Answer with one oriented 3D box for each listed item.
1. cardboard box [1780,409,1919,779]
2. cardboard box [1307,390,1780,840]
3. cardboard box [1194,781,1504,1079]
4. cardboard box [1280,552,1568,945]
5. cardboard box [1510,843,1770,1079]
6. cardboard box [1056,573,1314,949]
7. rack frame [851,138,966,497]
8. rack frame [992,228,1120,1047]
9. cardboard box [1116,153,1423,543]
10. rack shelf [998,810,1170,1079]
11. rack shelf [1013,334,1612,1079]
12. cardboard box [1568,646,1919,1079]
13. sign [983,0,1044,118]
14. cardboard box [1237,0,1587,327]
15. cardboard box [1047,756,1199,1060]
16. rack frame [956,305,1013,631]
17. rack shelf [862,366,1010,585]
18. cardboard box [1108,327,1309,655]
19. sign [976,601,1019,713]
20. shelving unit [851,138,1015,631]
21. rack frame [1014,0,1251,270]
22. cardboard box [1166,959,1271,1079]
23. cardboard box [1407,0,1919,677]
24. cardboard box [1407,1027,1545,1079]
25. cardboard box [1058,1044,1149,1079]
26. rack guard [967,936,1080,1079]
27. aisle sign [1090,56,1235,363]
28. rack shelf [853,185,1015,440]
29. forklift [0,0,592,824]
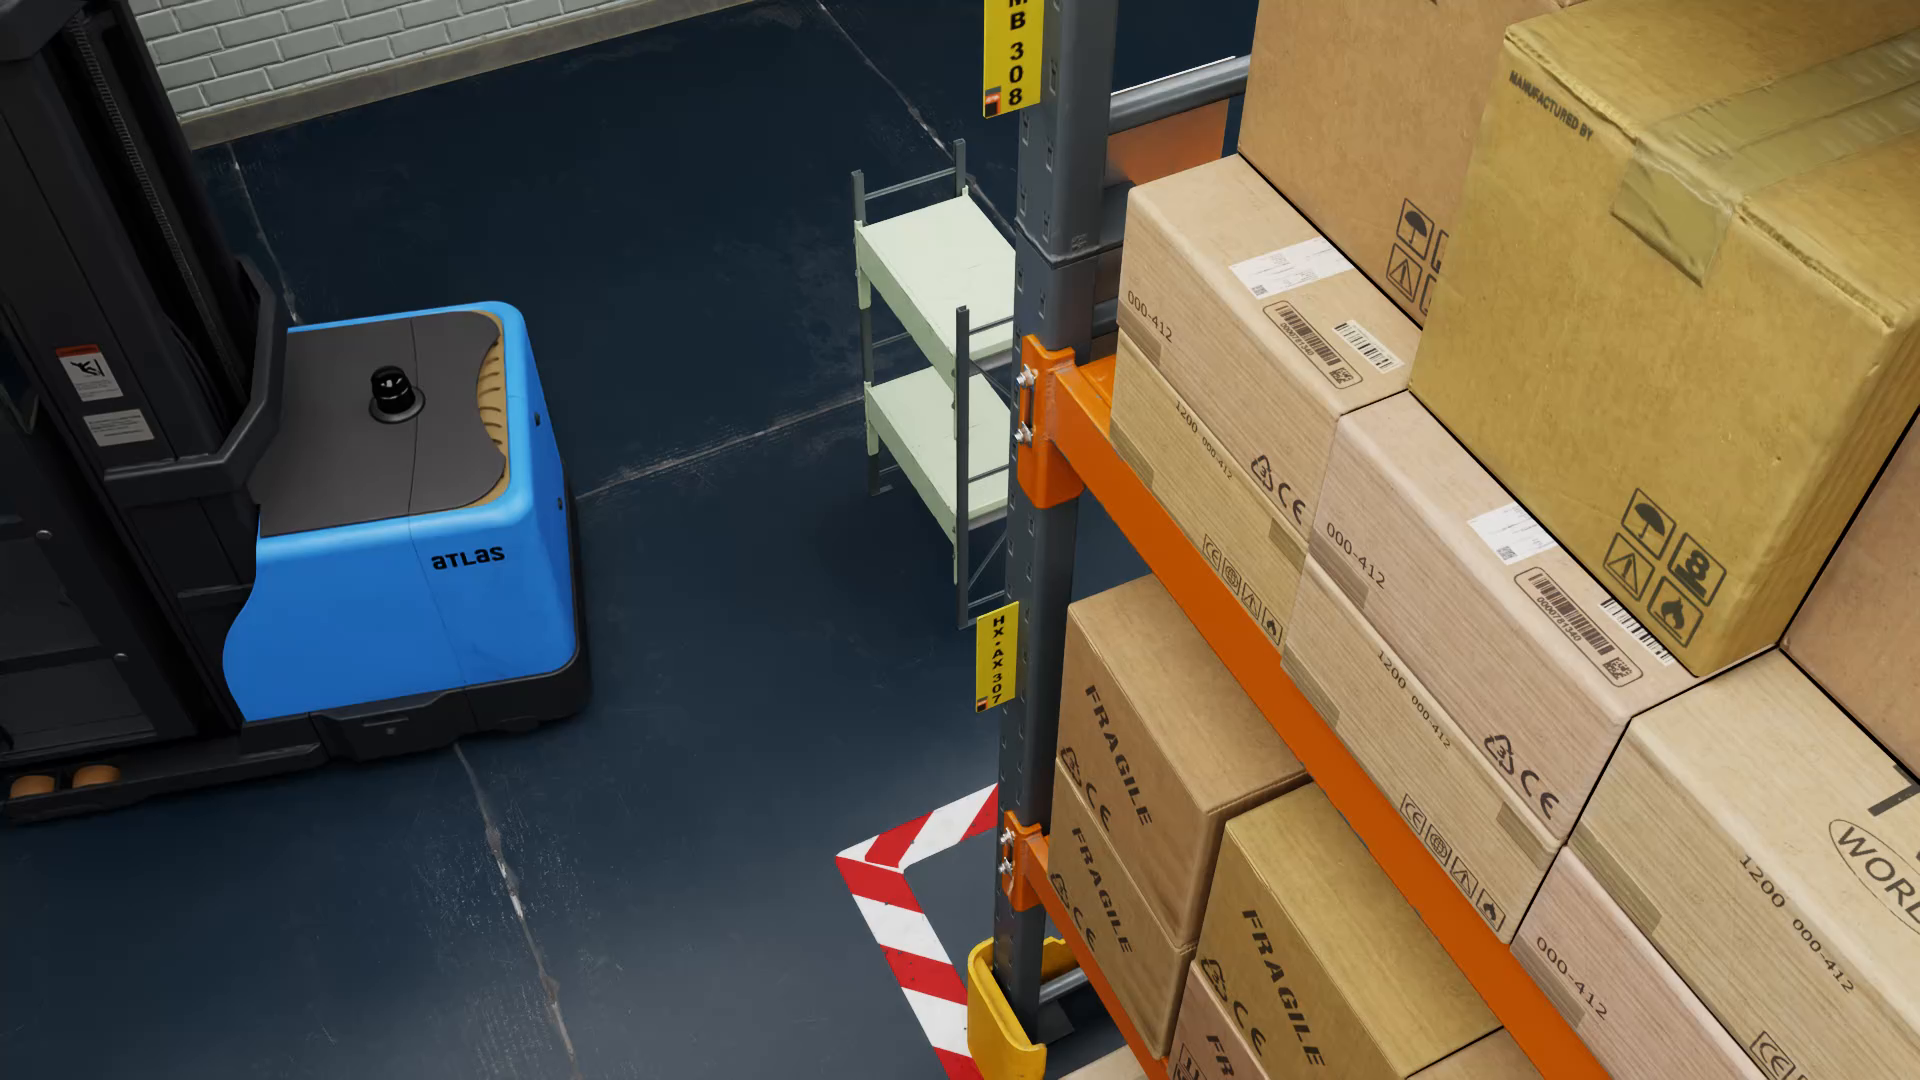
[{"bbox_3d":[1.289,-0.005,1.538,0.700,0.500,0.500,-21,52,-18],"label":"cardboard box"},{"bbox_3d":[0.788,0.013,2.021,0.500,0.250,0.500,-21,52,-18],"label":"cardboard box"},{"bbox_3d":[0.776,0.718,2.899,0.500,0.500,0.500,-21,52,-17],"label":"cardboard box"},{"bbox_3d":[0.788,0.177,2.209,0.500,0.250,0.500,-21,52,-18],"label":"cardboard box"},{"bbox_3d":[1.019,0.511,1.917,0.500,0.250,0.500,-21,52,-18],"label":"cardboard box"},{"bbox_3d":[0.531,0.371,3.202,0.500,0.500,0.500,-20,52,-16],"label":"cardboard box"},{"bbox_3d":[-0.164,-0.734,5.896,0.400,1.500,0.023,-21,52,-18],"label":"rack frame"},{"bbox_3d":[0.562,0.345,3.956,1.000,3.000,0.127,-21,52,-18],"label":"rack frame"},{"bbox_3d":[0.566,-0.324,2.316,0.500,0.250,0.500,-21,52,-18],"label":"cardboard box"},{"bbox_3d":[1.477,1.920,3.056,1.077,0.370,4.000,-21,52,-18],"label":"rack shelf"},{"bbox_3d":[1.477,0.933,1.927,1.077,0.370,4.000,-21,52,-18],"label":"rack shelf"},{"bbox_3d":[1.023,0.345,1.730,0.500,0.250,0.500,-21,52,-18],"label":"cardboard box"},{"bbox_3d":[0.080,-0.743,2.334,0.100,0.325,0.005,-21,52,-18],"label":"sign"},{"bbox_3d":[0.812,-0.667,2.117,0.700,0.500,0.500,-21,52,-18],"label":"cardboard box"},{"bbox_3d":[0.531,0.700,3.579,0.500,0.500,0.500,-20,52,-17],"label":"cardboard box"},{"bbox_3d":[0.171,-0.244,5.467,0.400,1.500,0.023,-21,52,-18],"label":"rack frame"},{"bbox_3d":[0.003,-0.275,5.927,0.431,0.370,0.720,-21,52,-18],"label":"rack shelf"},{"bbox_3d":[0.571,-0.162,2.506,0.500,0.250,0.500,-21,52,-18],"label":"cardboard box"},{"bbox_3d":[0.080,0.247,3.466,0.100,0.325,0.005,-21,52,-18],"label":"sign"},{"bbox_3d":[0.003,-0.489,5.682,0.431,1.500,0.755,-21,52,-18],"label":"shelving unit"},{"bbox_3d":[0.562,-1.630,1.697,1.000,3.000,0.127,-21,52,-18],"label":"rack frame"},{"bbox_3d":[0.771,1.043,3.278,0.500,0.500,0.500,-22,52,-18],"label":"cardboard box"},{"bbox_3d":[0.965,-0.303,1.799,0.700,0.500,0.500,-21,52,-18],"label":"cardboard box"},{"bbox_3d":[1.001,1.054,2.604,0.500,0.500,0.500,-21,52,-17],"label":"cardboard box"},{"bbox_3d":[0.448,1.537,4.514,0.380,0.149,0.250,-21,52,-18],"label":"cardboard box"},{"bbox_3d":[0.597,1.219,4.852,1.175,0.500,0.348,-21,52,-18],"label":"rack guard"},{"bbox_3d":[0.270,-0.456,2.929,0.394,0.787,0.004,-21,52,-18],"label":"aisle sign"},{"bbox_3d":[0.003,-0.746,5.388,0.431,0.370,0.720,-21,52,-18],"label":"rack shelf"},{"bbox_3d":[-2.834,-0.483,4.725,3.031,2.935,1.130,-9,49,-8],"label":"forklift"}]
